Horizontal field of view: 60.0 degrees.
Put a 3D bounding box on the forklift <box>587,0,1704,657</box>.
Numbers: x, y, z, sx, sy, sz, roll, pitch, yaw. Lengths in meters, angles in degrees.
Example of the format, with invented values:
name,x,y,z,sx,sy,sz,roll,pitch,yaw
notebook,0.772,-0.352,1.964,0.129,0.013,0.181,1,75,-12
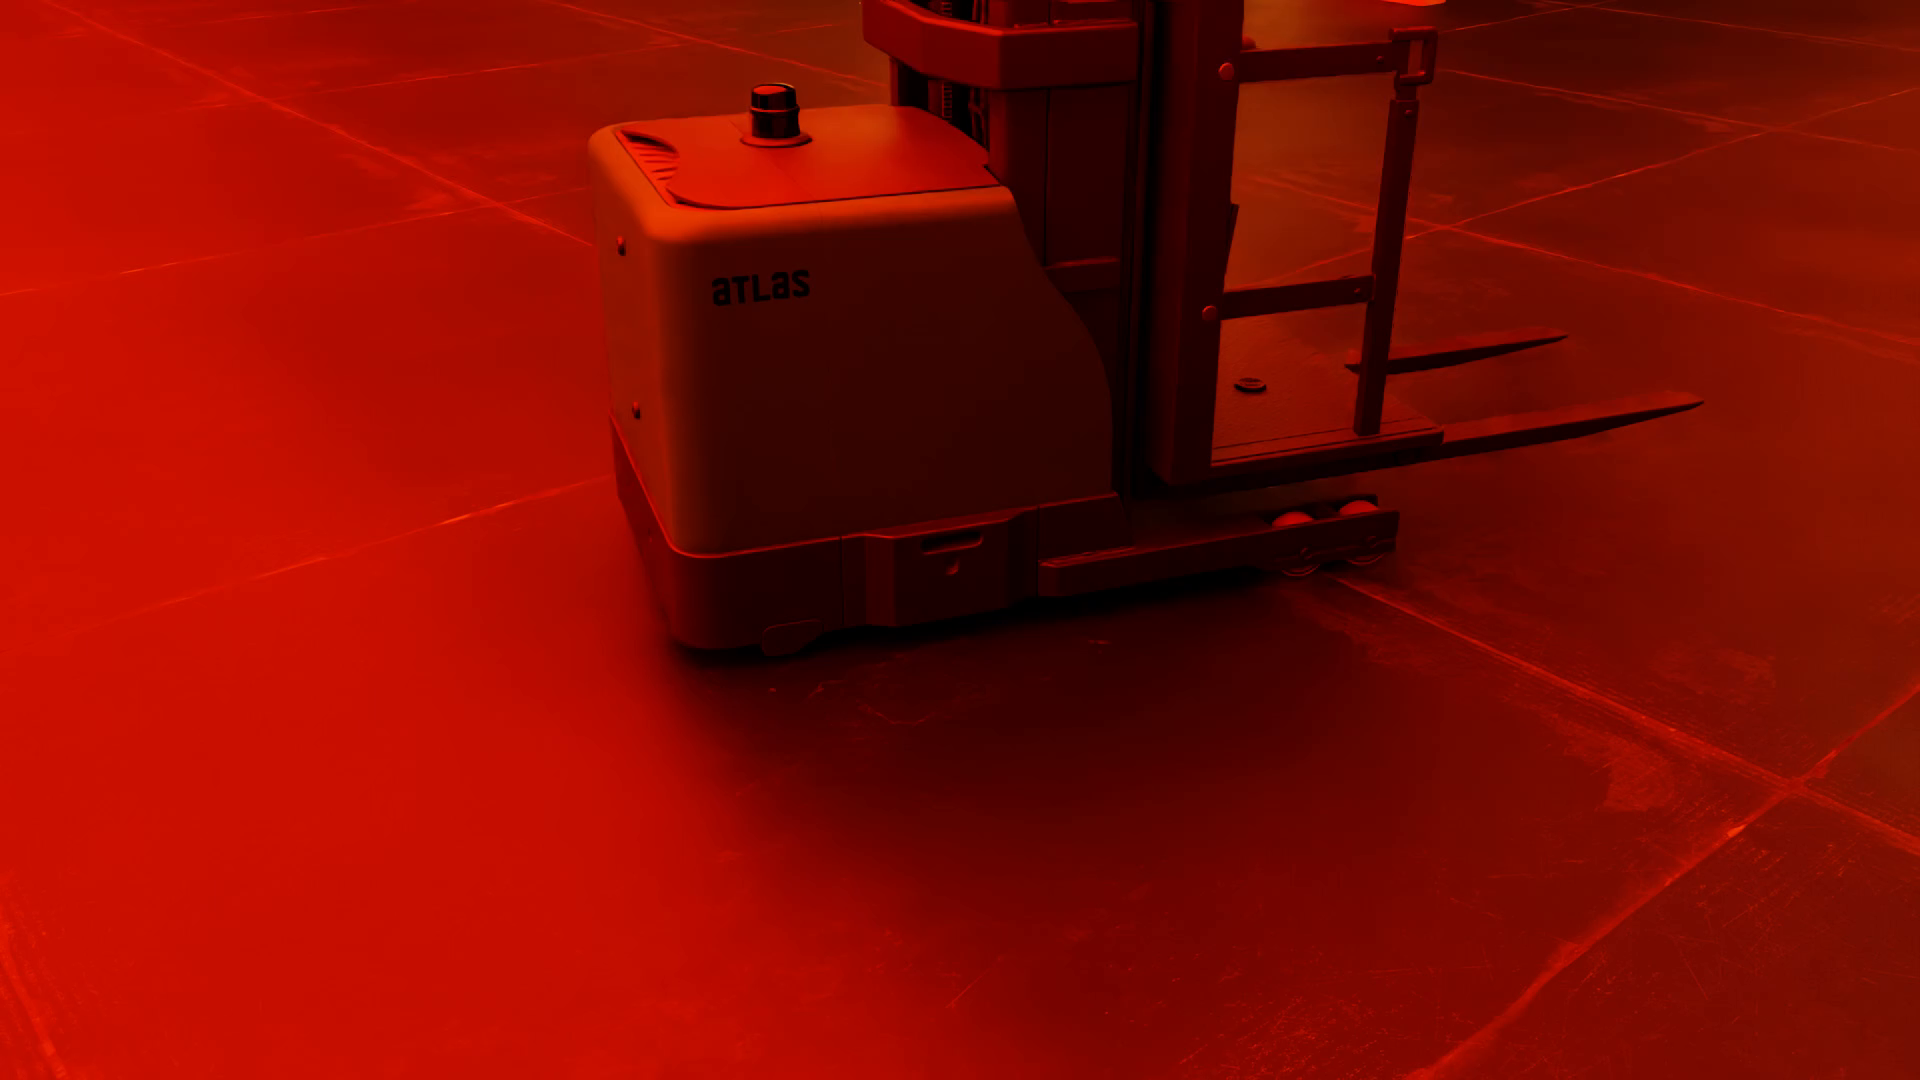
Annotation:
name,x,y,z,sx,sy,sz,roll,pitch,yaw
forklift,0.618,-1.428,4.082,3.031,2.935,1.130,-9,28,-18
